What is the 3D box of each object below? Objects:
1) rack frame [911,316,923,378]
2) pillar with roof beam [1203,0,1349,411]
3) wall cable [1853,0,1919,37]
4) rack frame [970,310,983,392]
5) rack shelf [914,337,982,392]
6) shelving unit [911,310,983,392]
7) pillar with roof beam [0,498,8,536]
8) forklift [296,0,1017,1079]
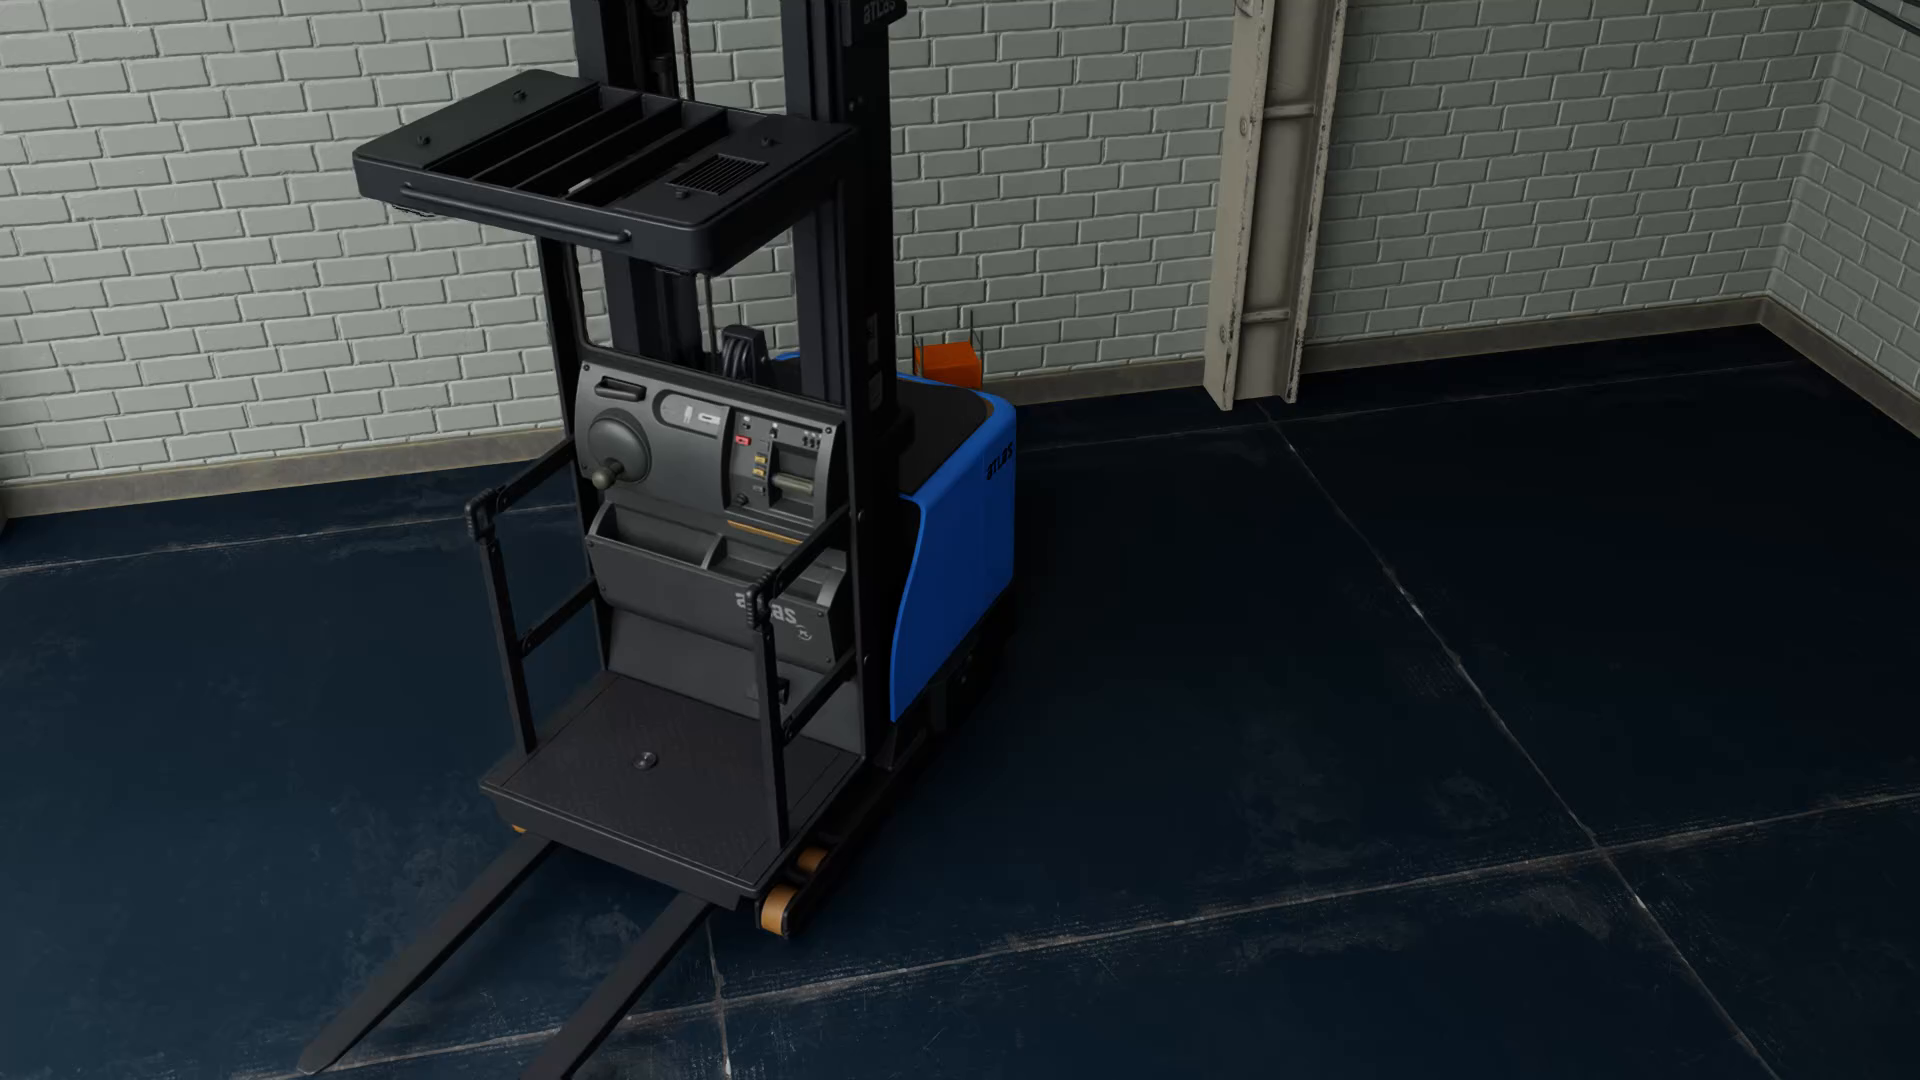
[{"bbox_3d":[-0.171,-0.414,6.925,0.008,1.050,0.200,-7,35,-11],"label":"rack frame"},{"bbox_3d":[2.402,-2.142,2.366,0.400,9.000,9.100,-7,35,-11],"label":"pillar with roof beam"},{"bbox_3d":[4.617,-2.836,6.187,0.112,2.526,3.097,-7,35,-11],"label":"wall cable"},{"bbox_3d":[0.067,-0.444,6.970,0.008,1.050,0.200,-7,35,-11],"label":"rack frame"},{"bbox_3d":[-0.052,-0.656,6.795,0.240,0.259,0.215,-7,35,-11],"label":"rack shelf"},{"bbox_3d":[-0.052,-0.429,6.948,0.252,1.050,0.215,-7,35,-11],"label":"shelving unit"},{"bbox_3d":[-3.451,-1.404,1.267,0.400,9.000,9.100,-7,35,-11],"label":"pillar with roof beam"},{"bbox_3d":[-0.886,-0.227,4.958,1.130,2.935,3.031,16,37,22],"label":"forklift"}]
